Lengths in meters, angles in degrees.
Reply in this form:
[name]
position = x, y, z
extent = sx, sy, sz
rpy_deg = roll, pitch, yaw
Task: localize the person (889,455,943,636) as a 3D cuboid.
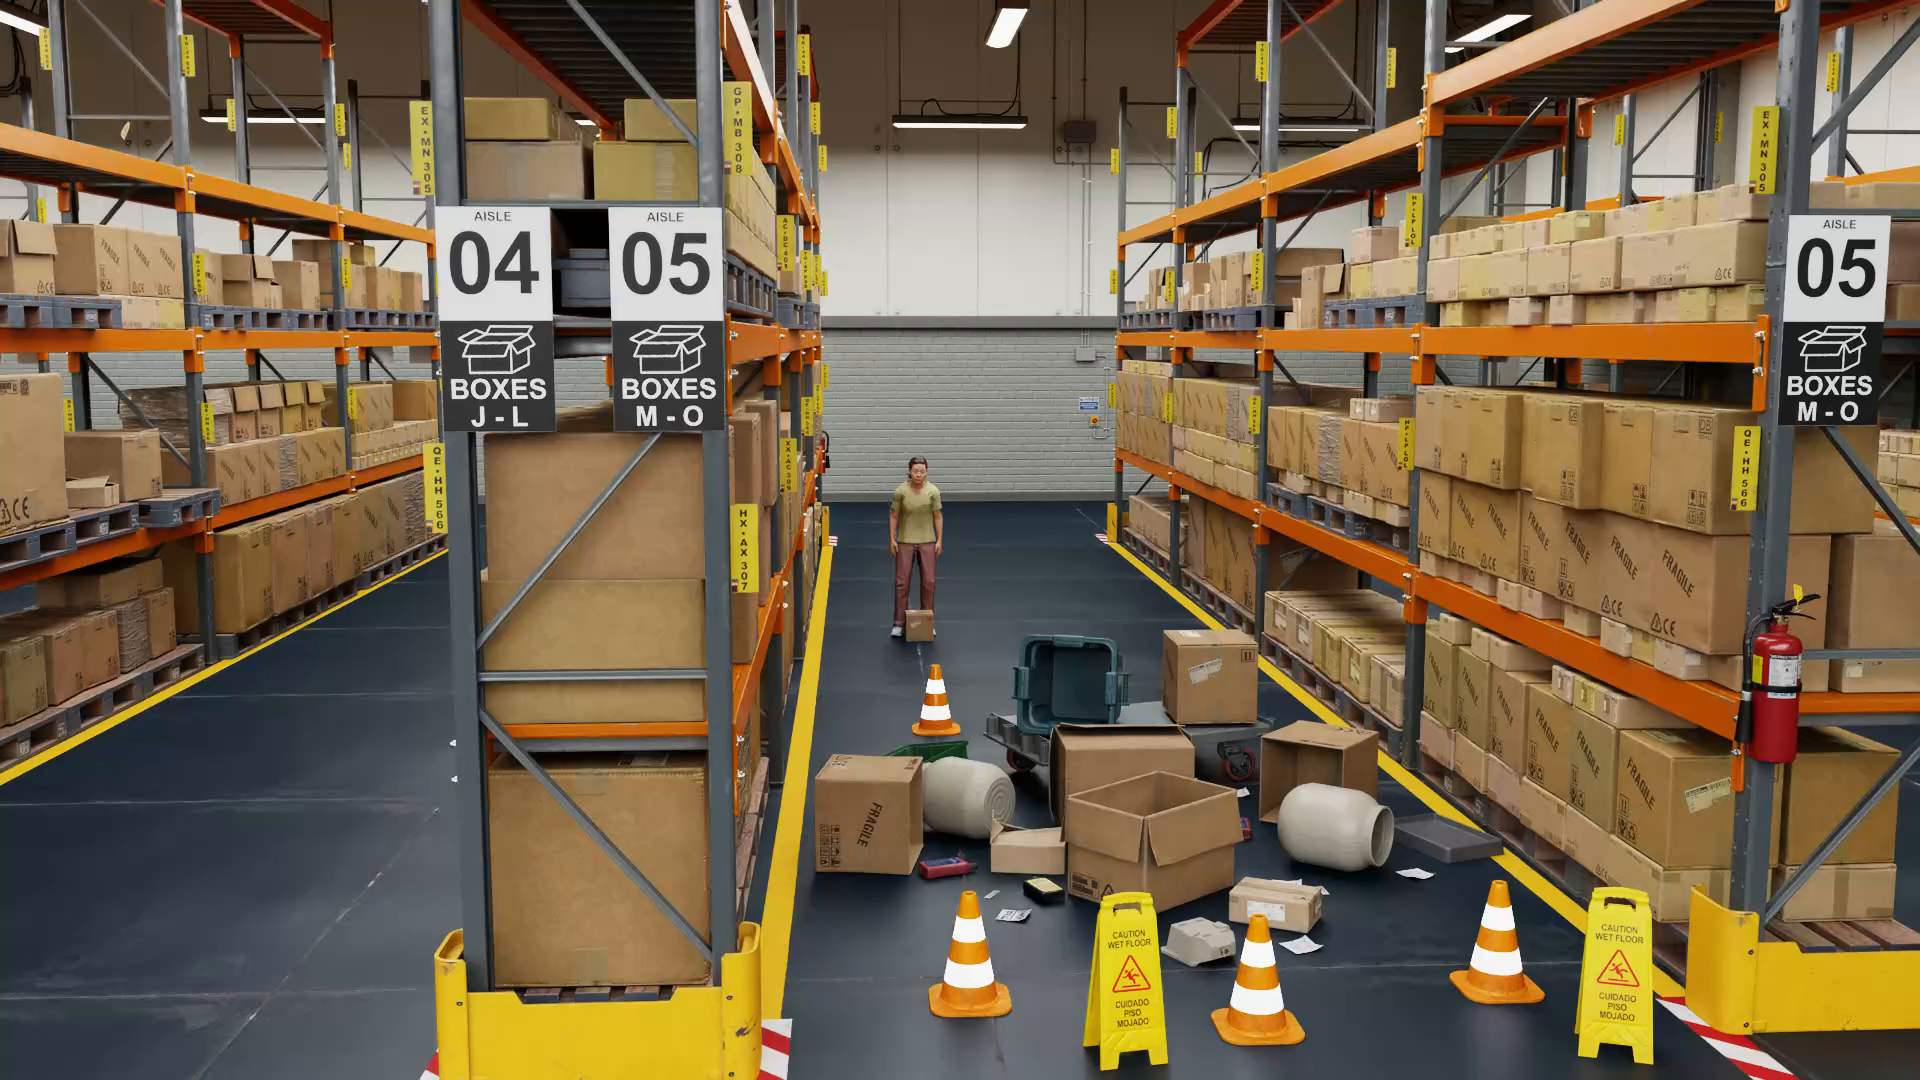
[person]
position = -0.403, 0.058, 15.367
extent = 0.496, 1.651, 0.347
rpy_deg = -1, 7, -4
